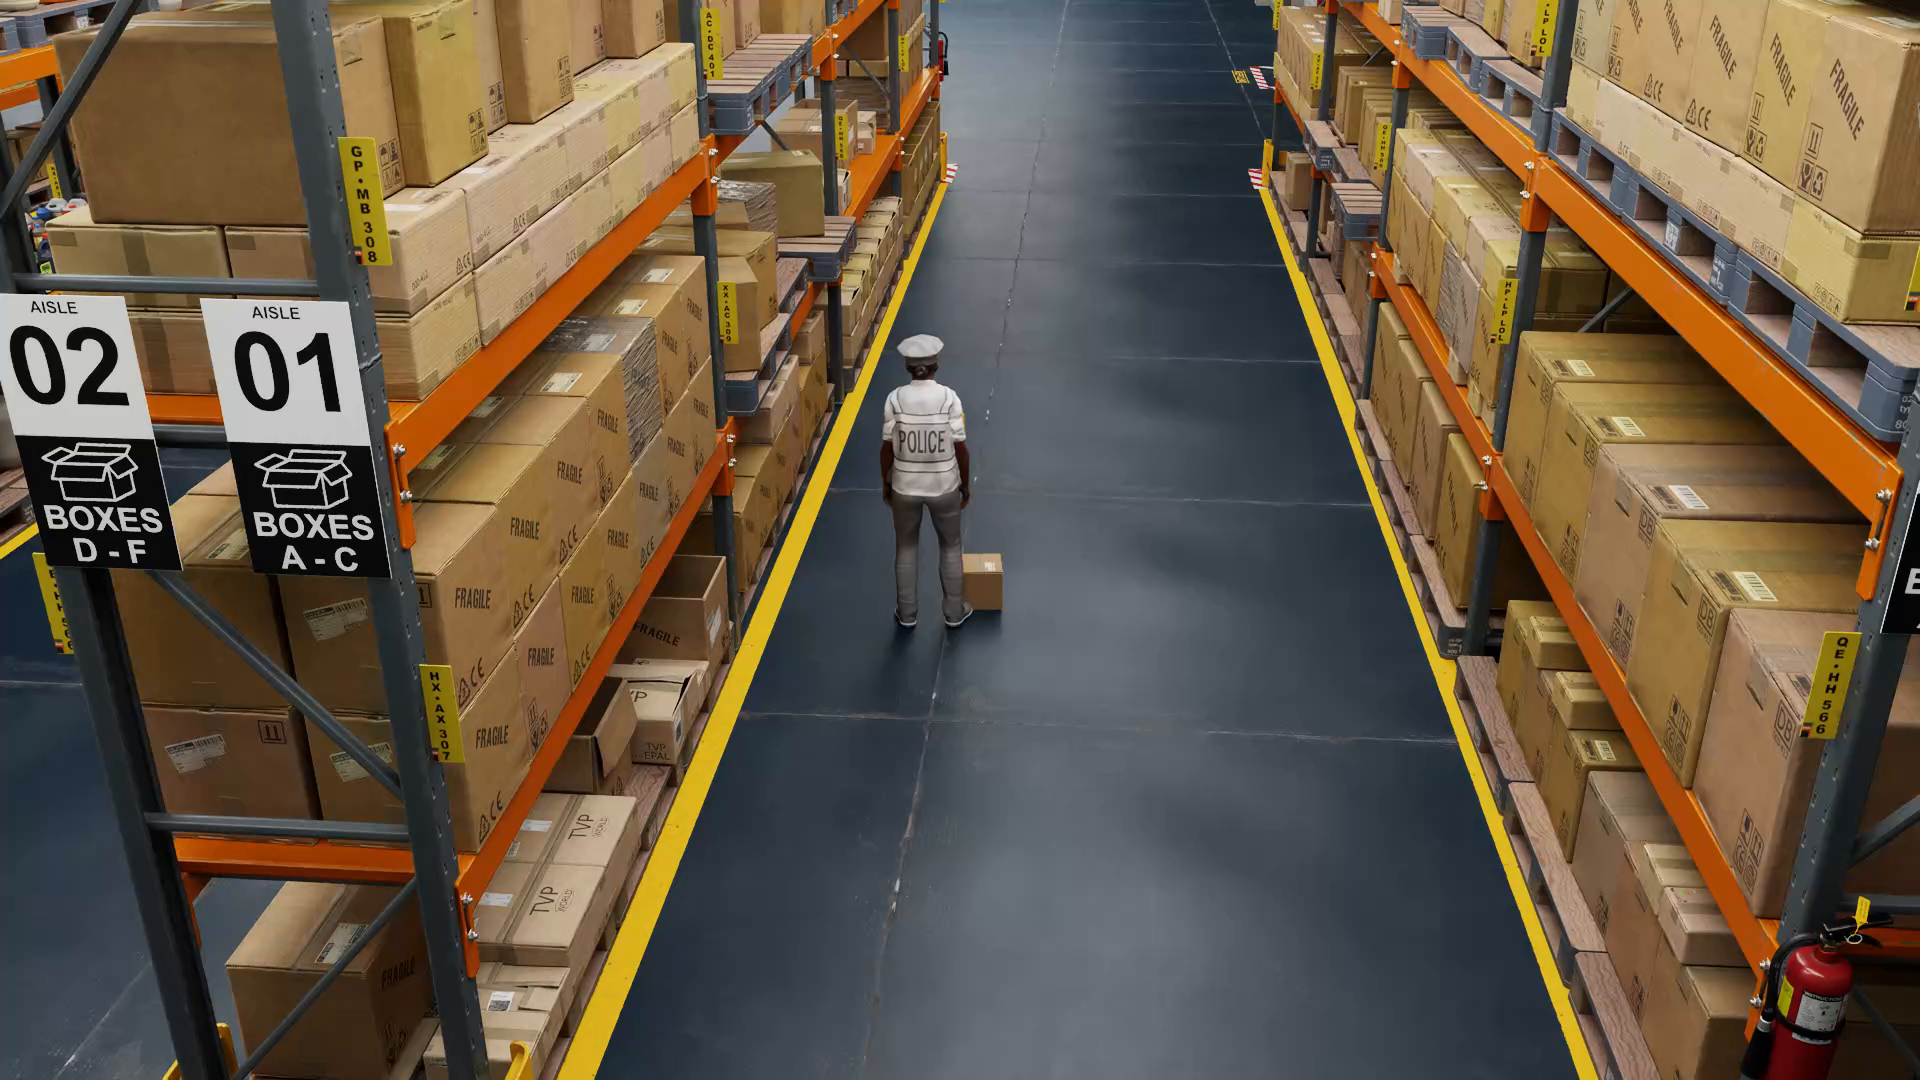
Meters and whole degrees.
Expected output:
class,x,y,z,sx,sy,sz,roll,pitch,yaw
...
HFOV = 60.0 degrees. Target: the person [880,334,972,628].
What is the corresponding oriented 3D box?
class,x,y,z,sx,sy,sz,roll,pitch,yaw
person,-0.185,-0.294,9.245,0.507,1.660,0.392,1,25,3
